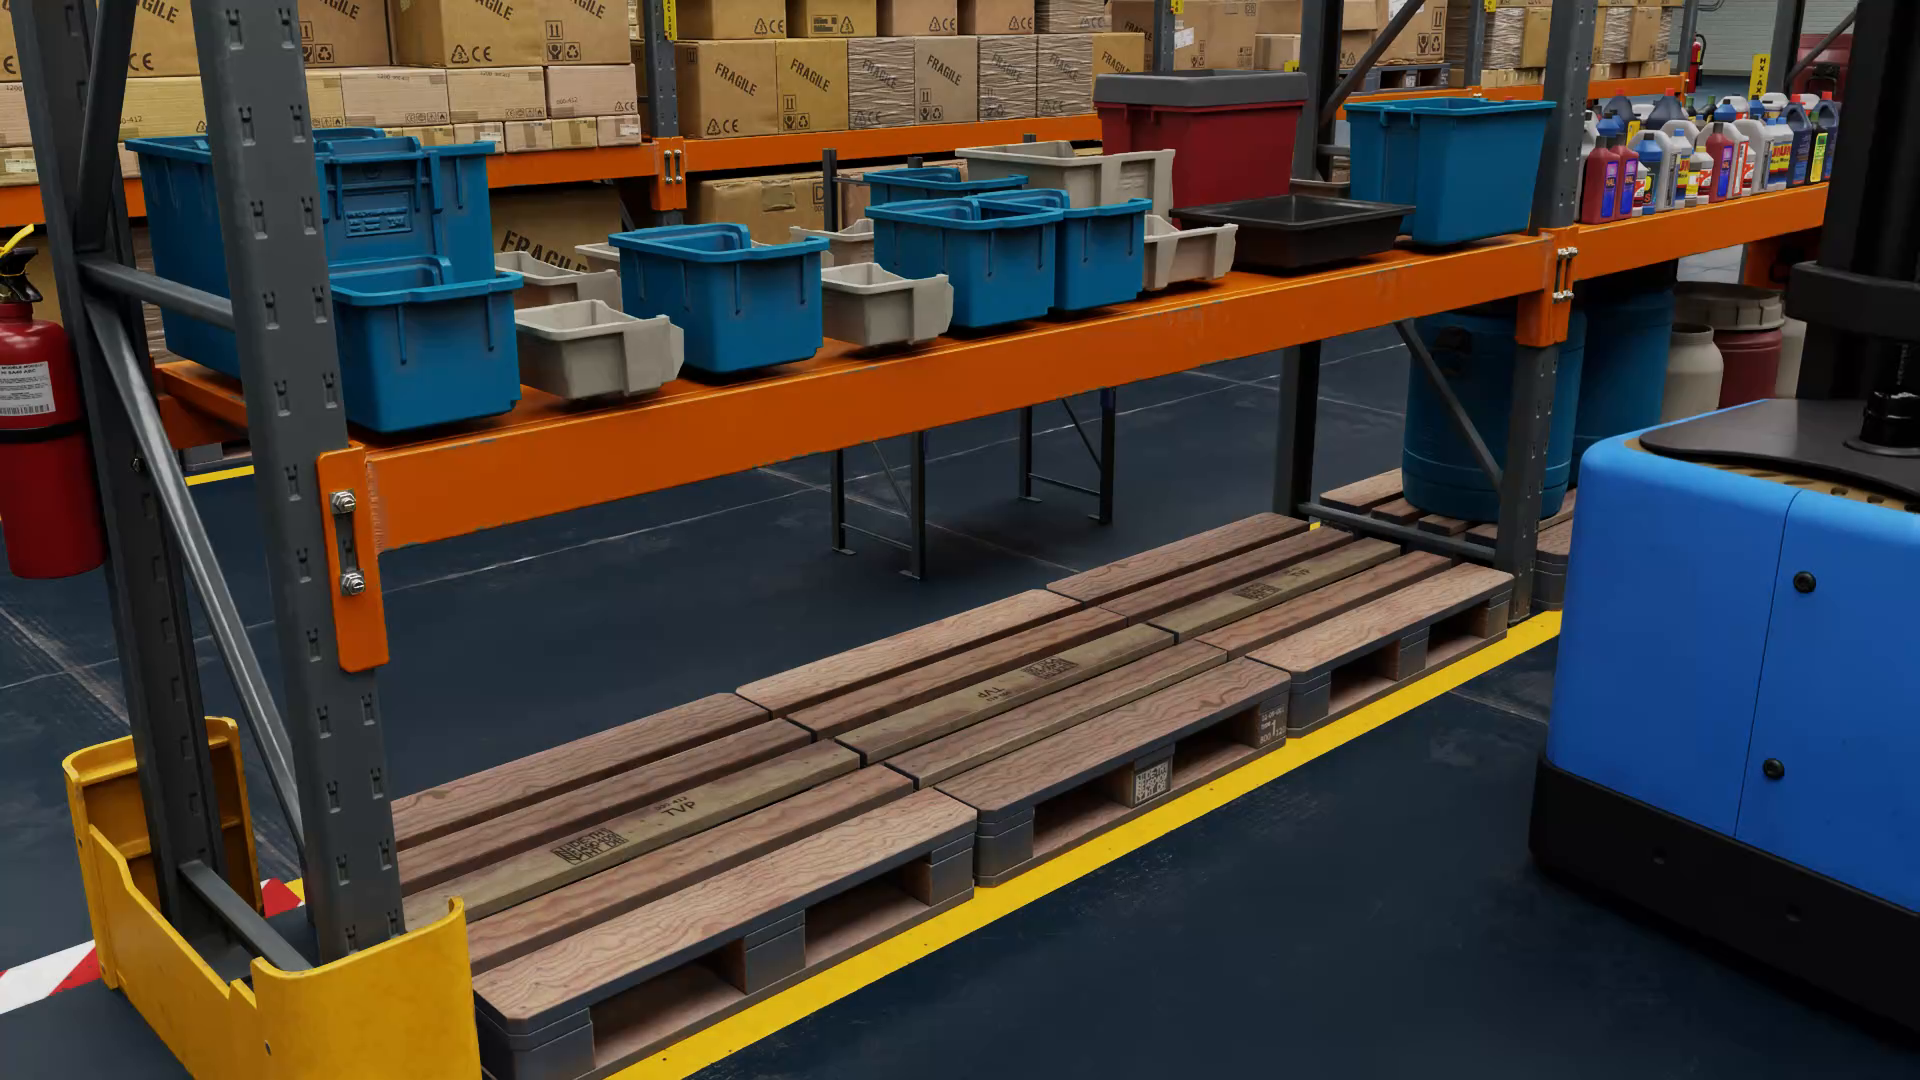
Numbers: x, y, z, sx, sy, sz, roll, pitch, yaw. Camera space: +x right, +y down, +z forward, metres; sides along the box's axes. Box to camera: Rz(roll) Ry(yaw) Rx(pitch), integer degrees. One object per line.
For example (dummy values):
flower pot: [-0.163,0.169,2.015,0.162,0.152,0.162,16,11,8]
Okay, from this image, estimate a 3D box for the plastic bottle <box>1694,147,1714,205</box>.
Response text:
plastic bottle: [2.660,-1.315,6.000,0.097,0.201,0.097,0,18,0]

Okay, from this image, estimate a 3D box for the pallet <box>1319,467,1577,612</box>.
pallet: [2.141,-0.087,6.412,1.213,0.211,1.003,-16,24,-41]

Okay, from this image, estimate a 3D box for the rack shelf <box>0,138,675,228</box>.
rack shelf: [-3.305,-1.604,7.734,4.000,0.370,1.077,-16,24,-41]

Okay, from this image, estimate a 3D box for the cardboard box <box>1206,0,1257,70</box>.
cardboard box: [1.757,-3.729,12.279,0.500,0.500,0.700,-12,22,-33]

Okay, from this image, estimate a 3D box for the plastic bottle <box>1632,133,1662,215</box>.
plastic bottle: [2.350,-1.258,5.710,0.097,0.271,0.097,0,18,0]

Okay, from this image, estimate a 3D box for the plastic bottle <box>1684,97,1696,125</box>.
plastic bottle: [3.289,-1.867,7.570,0.133,0.283,0.061,-16,24,-41]

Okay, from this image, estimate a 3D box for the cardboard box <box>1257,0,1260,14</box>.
cardboard box: [3.237,-6.560,19.862,0.550,0.550,0.875,-16,24,-41]

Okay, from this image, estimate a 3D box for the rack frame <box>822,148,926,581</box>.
rack frame: [-0.307,-0.624,5.977,0.032,1.500,0.500,-16,24,-41]

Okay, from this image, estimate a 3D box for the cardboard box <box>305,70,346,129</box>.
cardboard box: [-3.107,-1.962,7.435,0.500,0.250,0.500,-17,24,-42]

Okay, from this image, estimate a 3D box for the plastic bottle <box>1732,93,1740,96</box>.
plastic bottle: [3.651,-1.973,7.896,0.133,0.283,0.061,-16,24,-41]

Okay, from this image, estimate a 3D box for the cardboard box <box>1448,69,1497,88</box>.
cardboard box: [4.324,-3.924,14.130,0.250,0.149,0.380,-16,24,-41]

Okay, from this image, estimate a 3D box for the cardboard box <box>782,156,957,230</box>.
cardboard box: [-0.751,-1.888,10.210,1.225,0.875,0.875,17,24,42]

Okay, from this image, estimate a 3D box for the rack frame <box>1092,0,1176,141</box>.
rack frame: [1.055,-3.217,11.544,0.127,3.000,1.000,-16,24,-41]

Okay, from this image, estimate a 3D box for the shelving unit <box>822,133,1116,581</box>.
shelving unit: [0.062,-0.732,6.309,1.048,1.500,0.538,-16,24,-41]

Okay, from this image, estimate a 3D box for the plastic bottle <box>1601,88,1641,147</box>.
plastic bottle: [2.795,-1.738,7.061,0.185,0.351,0.144,-16,24,-41]

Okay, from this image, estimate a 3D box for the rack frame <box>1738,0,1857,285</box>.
rack frame: [4.458,-2.107,8.121,0.127,3.000,1.000,-16,24,-41]

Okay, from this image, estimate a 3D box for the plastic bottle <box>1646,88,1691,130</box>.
plastic bottle: [2.997,-1.732,7.044,0.185,0.351,0.144,-16,24,-41]

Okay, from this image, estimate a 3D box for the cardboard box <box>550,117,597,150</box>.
cardboard box: [-2.035,-2.057,8.374,0.250,0.149,0.380,-16,24,-40]

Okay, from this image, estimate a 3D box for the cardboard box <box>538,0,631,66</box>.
cardboard box: [-2.002,-2.639,8.306,0.500,0.500,0.500,-15,23,-39]

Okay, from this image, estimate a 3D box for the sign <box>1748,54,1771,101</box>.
sign: [4.075,-2.307,8.471,0.005,0.325,0.100,-16,24,-41]

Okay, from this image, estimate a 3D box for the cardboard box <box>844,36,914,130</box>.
cardboard box: [-0.617,-2.671,9.698,0.500,0.500,0.500,-17,25,-42]

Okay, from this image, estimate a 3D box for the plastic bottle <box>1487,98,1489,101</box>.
plastic bottle: [1.995,-1.504,6.341,0.185,0.351,0.144,-16,24,-41]

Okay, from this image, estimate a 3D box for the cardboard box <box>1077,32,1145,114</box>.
cardboard box: [0.867,-3.105,11.035,0.500,0.500,0.500,-15,23,-39]

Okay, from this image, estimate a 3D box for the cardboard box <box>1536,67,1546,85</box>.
cardboard box: [5.063,-4.132,14.772,0.250,0.149,0.380,-16,24,-41]

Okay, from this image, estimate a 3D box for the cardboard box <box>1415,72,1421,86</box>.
cardboard box: [3.916,-4.057,14.541,0.250,0.149,0.380,-16,24,-41]

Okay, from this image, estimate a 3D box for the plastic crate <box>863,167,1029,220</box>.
plastic crate: [-0.039,-0.854,4.428,0.300,0.233,0.416,-16,24,-41]

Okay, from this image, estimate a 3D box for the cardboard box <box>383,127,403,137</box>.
cardboard box: [-2.781,-1.840,7.703,0.250,0.149,0.380,-17,24,-42]

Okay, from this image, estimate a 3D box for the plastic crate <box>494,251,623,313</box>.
plastic crate: [-0.887,-0.529,3.582,0.243,0.136,0.396,-16,24,-41]

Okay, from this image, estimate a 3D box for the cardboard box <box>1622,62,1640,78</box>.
cardboard box: [6.282,-4.519,15.968,0.250,0.149,0.380,-16,24,-41]

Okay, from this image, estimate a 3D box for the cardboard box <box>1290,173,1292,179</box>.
cardboard box: [2.330,-2.626,13.060,0.500,0.500,0.700,-14,23,-36]

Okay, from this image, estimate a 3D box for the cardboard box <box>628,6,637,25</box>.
cardboard box: [-2.886,-4.341,13.773,0.250,0.149,0.380,-15,23,-39]

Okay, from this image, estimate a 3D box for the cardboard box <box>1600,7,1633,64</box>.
cardboard box: [5.776,-4.762,15.664,0.500,0.500,0.875,-16,24,-41]

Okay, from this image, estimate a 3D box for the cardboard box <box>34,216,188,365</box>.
cardboard box: [-3.687,-1.058,7.647,0.875,0.875,0.875,-16,24,-41]

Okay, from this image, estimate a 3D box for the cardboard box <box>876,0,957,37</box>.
cardboard box: [-0.446,-3.310,10.041,0.637,0.503,0.797,-15,23,-39]

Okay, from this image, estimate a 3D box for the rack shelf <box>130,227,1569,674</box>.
rack shelf: [0.098,-0.494,4.310,4.000,0.370,1.077,-16,24,-41]

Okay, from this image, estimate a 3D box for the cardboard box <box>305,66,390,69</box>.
cardboard box: [-3.110,-2.184,8.117,0.500,0.250,0.500,-16,24,-39]

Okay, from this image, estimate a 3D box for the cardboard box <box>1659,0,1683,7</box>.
cardboard box: [6.638,-5.405,16.027,0.500,0.500,0.500,-16,24,-41]

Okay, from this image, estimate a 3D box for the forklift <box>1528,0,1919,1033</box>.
forklift: [2.846,-0.740,4.015,3.031,2.935,1.130,-13,22,-35]

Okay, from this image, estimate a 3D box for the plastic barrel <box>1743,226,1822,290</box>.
plastic barrel: [4.114,-1.167,8.059,0.708,0.830,0.600,-16,24,-41]

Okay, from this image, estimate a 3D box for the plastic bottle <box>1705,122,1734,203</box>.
plastic bottle: [2.756,-1.375,6.050,0.133,0.283,0.061,-16,24,-41]

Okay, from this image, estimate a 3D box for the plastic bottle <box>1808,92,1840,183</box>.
plastic bottle: [3.482,-1.636,6.747,0.185,0.351,0.144,-16,24,-41]

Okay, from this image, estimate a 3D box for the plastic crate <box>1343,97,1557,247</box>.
plastic crate: [1.447,-1.105,4.959,0.575,0.384,0.392,-16,24,-41]

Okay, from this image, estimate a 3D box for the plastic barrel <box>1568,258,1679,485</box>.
plastic barrel: [2.473,-0.723,6.572,0.708,0.901,0.600,-16,24,-41]

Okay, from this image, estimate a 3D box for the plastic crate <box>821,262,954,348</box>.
plastic crate: [-0.167,-0.487,3.453,0.298,0.136,0.250,-16,24,-41]

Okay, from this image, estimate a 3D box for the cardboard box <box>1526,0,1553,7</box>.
cardboard box: [4.825,-4.874,14.389,0.500,0.500,0.500,-16,24,-41]

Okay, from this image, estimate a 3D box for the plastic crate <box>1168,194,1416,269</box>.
plastic crate: [0.923,-0.860,4.623,0.590,0.125,0.437,-16,24,-41]

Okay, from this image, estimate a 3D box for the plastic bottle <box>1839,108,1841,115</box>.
plastic bottle: [3.627,-1.628,6.833,0.133,0.283,0.061,-16,24,-41]

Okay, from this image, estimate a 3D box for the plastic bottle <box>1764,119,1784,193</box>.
plastic bottle: [3.094,-1.475,6.379,0.097,0.271,0.097,0,18,0]

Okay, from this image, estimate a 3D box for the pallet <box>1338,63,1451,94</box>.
pallet: [3.306,-3.844,13.789,1.213,0.211,1.003,-16,24,-41]
